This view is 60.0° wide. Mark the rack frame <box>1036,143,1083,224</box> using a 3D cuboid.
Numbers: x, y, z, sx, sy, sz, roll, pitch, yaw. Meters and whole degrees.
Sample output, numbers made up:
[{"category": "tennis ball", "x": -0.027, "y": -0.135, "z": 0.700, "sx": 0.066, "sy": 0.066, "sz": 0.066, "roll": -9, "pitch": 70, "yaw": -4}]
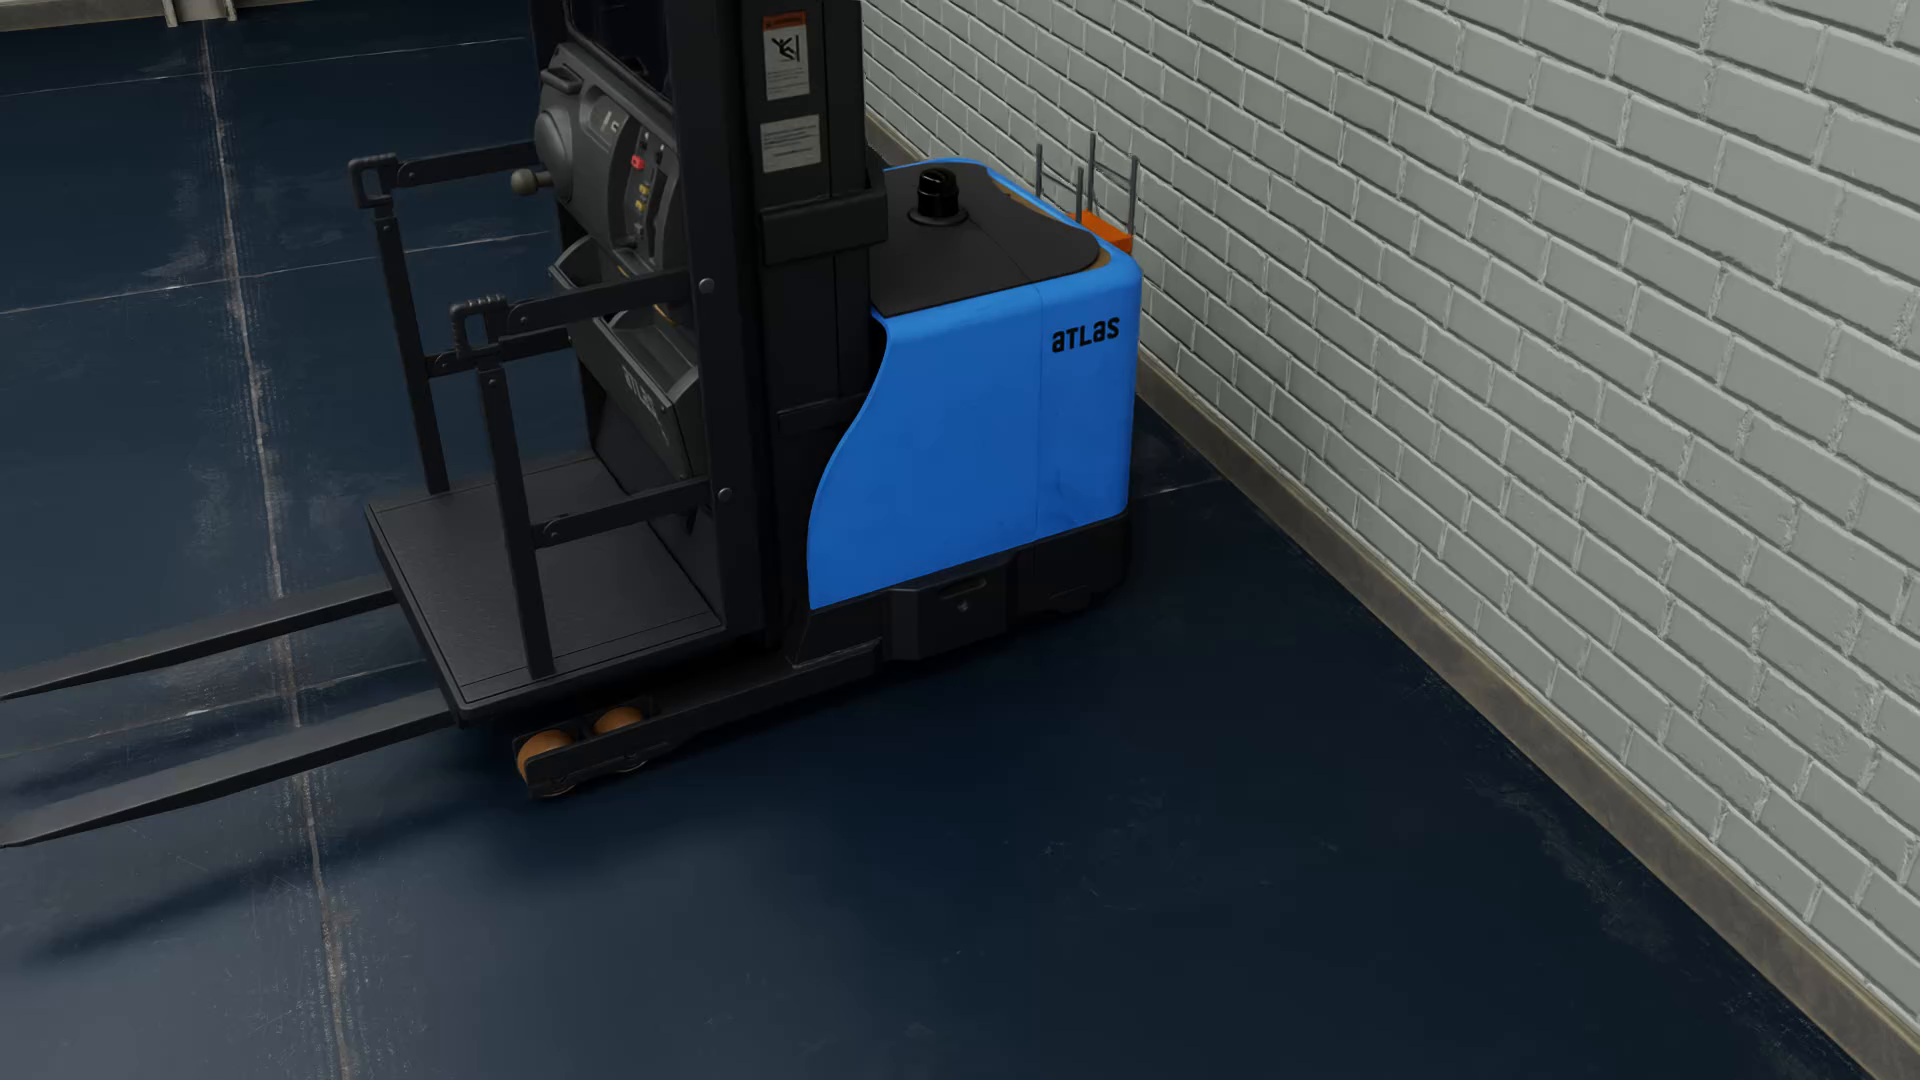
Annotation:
[{"category": "rack frame", "x": 0.284, "y": -0.591, "z": 5.058, "sx": 0.006, "sy": 1.200, "sz": 0.240, "roll": -17, "pitch": 37, "yaw": -24}]

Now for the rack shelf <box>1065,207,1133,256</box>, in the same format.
[{"category": "rack shelf", "x": 0.364, "y": -0.880, "z": 4.923, "sx": 0.180, "sy": 0.103, "sz": 0.258, "roll": -17, "pitch": 37, "yaw": -24}]

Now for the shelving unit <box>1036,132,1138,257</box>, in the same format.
[{"category": "shelving unit", "x": 0.364, "y": -0.615, "z": 5.096, "sx": 0.189, "sy": 1.200, "sz": 0.258, "roll": -17, "pitch": 37, "yaw": -24}]

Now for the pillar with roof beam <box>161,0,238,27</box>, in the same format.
[{"category": "pillar with roof beam", "x": -2.964, "y": -4.804, "z": 4.382, "sx": 0.400, "sy": 9.000, "sz": 9.100, "roll": -13, "pitch": 35, "yaw": -19}]

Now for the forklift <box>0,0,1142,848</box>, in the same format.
[{"category": "forklift", "x": -1.036, "y": -0.905, "z": 3.953, "sx": 3.031, "sy": 2.935, "sz": 1.130, "roll": -17, "pitch": 37, "yaw": -24}]

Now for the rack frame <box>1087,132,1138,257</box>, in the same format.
[{"category": "rack frame", "x": 0.444, "y": -0.640, "z": 5.133, "sx": 0.006, "sy": 1.200, "sz": 0.240, "roll": -17, "pitch": 37, "yaw": -24}]
